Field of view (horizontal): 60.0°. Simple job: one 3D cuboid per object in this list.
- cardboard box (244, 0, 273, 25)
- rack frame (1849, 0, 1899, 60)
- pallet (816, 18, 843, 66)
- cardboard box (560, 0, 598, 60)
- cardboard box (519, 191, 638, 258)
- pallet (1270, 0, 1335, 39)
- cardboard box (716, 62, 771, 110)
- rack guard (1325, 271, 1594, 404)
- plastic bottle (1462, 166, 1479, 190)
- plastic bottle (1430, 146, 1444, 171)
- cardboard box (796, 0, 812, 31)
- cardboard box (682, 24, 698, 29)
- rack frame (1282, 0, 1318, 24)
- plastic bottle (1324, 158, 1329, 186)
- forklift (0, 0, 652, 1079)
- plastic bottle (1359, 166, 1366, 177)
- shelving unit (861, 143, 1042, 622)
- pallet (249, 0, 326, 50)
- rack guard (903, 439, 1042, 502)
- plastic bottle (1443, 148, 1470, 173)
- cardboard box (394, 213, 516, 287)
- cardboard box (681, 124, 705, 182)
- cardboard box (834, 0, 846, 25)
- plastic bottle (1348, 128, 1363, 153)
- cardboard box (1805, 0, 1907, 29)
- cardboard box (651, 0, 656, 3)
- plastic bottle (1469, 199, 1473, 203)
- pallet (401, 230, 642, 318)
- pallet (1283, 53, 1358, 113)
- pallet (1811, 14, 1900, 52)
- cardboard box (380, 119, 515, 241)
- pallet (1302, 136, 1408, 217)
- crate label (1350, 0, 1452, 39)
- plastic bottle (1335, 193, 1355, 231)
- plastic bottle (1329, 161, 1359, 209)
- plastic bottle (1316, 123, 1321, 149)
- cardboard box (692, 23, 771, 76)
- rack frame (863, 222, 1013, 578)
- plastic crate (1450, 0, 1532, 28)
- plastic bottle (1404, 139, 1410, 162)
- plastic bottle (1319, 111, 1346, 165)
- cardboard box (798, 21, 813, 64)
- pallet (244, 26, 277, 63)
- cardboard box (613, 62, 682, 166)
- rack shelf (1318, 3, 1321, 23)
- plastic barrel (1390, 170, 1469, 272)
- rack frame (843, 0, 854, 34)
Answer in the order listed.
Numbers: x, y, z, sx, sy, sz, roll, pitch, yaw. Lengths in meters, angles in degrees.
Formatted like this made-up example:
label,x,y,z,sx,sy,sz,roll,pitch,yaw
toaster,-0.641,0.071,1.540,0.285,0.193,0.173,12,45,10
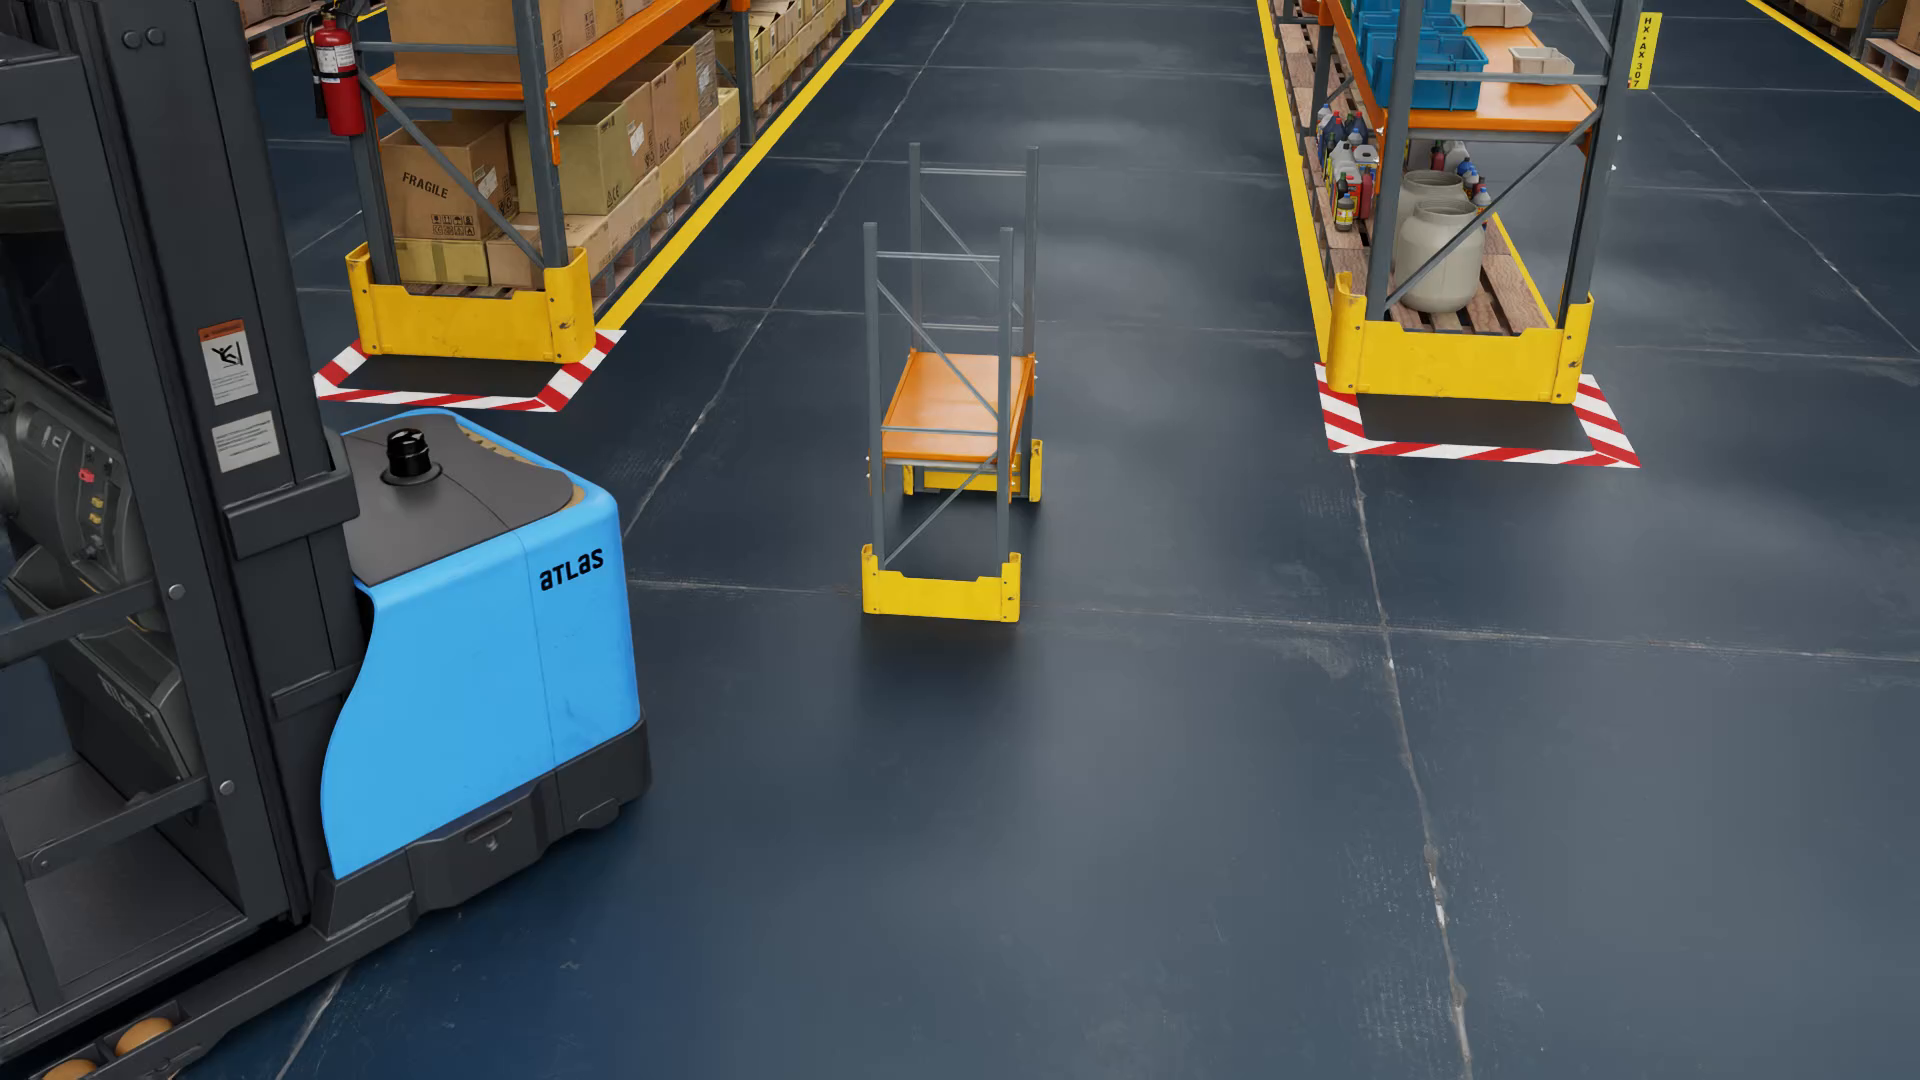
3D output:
label,x,y,z,sx,sy,sz,roll,pitch,yaw
cardboard box,-6.634,-4.902,14.858,0.700,0.500,0.500,3,28,6
rack frame,8.329,-5.523,13.839,1.000,3.000,0.127,3,28,6
pallet,-1.642,-4.488,14.857,1.003,0.211,1.213,3,28,6
cardboard box,-2.353,-2.845,8.763,0.700,0.500,0.500,4,29,8
cardboard box,-2.138,-1.784,9.356,0.500,0.250,0.500,3,28,6
pallet,3.469,-4.957,15.728,1.003,0.211,1.213,3,28,6
cardboard box,-1.697,-3.367,12.294,0.500,0.250,0.500,3,28,5
rack guard,2.396,-0.983,8.048,1.175,0.500,0.348,3,28,6
plastic bottle,3.019,-2.081,9.864,0.097,0.271,0.097,0,28,0
plastic bottle,2.938,-2.293,10.244,0.061,0.283,0.133,3,28,6
cardboard box,-1.507,-4.343,13.513,0.500,0.311,0.500,4,29,8
cardboard box,-2.227,-3.646,12.220,0.500,0.311,0.500,3,28,6
rack frame,3.413,-5.811,14.374,1.000,3.000,0.127,3,28,6
plastic bottle,2.331,-2.313,10.368,0.097,0.201,0.097,0,28,0
forklift,-2.337,-0.121,3.884,1.130,2.935,3.031,24,36,37
plastic bottle,2.440,-2.171,10.104,0.097,0.201,0.097,0,28,0
shelving unit,-0.009,-0.624,6.328,0.587,1.500,1.083,3,28,6
pallet,-6.516,-4.791,15.421,1.003,0.211,1.213,3,28,6
rack guard,0.052,-0.309,7.059,0.587,0.250,0.087,3,28,6
plastic bottle,3.043,-2.284,10.235,0.152,0.276,0.135,4,29,7
cardboard box,-2.710,-1.579,8.974,0.500,0.250,0.500,3,28,6
cardboard box,-1.950,-2.490,10.666,0.500,0.250,0.500,3,28,6
cardboard box,-1.325,-4.813,14.978,0.500,0.250,0.500,4,29,7
plastic bottle,2.515,-2.489,10.621,0.097,0.271,0.097,0,28,0
cardboard box,8.434,-5.096,14.844,1.225,0.875,0.875,2,28,4
cardboard box,-2.164,-3.568,10.105,0.700,0.500,0.500,4,29,7
plastic bottle,2.977,-1.891,9.584,0.097,0.201,0.097,0,28,0
pallet,-2.430,-1.470,9.255,1.003,0.211,1.213,3,28,6
pallet,3.128,-3.648,13.299,1.003,0.211,1.213,3,28,6
pallet,8.500,-4.662,15.181,1.003,0.211,1.213,3,28,6
cardboard box,-2.712,-1.909,8.797,0.500,0.500,0.500,3,28,6
pallet,2.800,-2.387,10.958,1.003,0.211,1.213,3,28,6
crate label,2.390,-2.943,9.013,0.502,0.435,0.616,3,28,6
plastic bottle,2.223,-1.897,9.595,0.097,0.201,0.097,0,28,0
plastic bottle,2.298,-2.112,9.916,0.152,0.276,0.135,3,28,5
plastic bottle,2.437,-2.717,11.118,0.097,0.201,0.097,0,28,0
cardboard box,-1.694,-3.619,12.170,0.500,0.311,0.500,3,29,6
rack frame,-0.073,-0.381,5.876,0.500,1.500,0.032,3,28,6
plastic crate,2.976,-3.033,9.495,0.530,0.136,0.437,3,28,6
plastic bottle,2.987,-2.644,10.824,0.144,0.351,0.185,3,28,6
plastic bottle,2.413,-2.600,10.742,0.144,0.351,0.185,4,29,8
cardboard box,-1.509,-4.091,13.638,0.500,0.250,0.500,4,29,7
pallet,-6.668,-4.219,14.358,1.003,0.211,1.213,3,28,6
cardboard box,-2.010,-2.585,10.051,0.500,0.500,0.500,3,28,6
rack shelf,3.168,-4.553,12.797,1.077,0.370,4.000,3,28,6
plastic barrel,2.499,-1.685,8.895,0.421,0.512,0.421,0,28,0
rack frame,-1.502,-6.101,14.911,1.000,3.000,0.127,3,28,6
